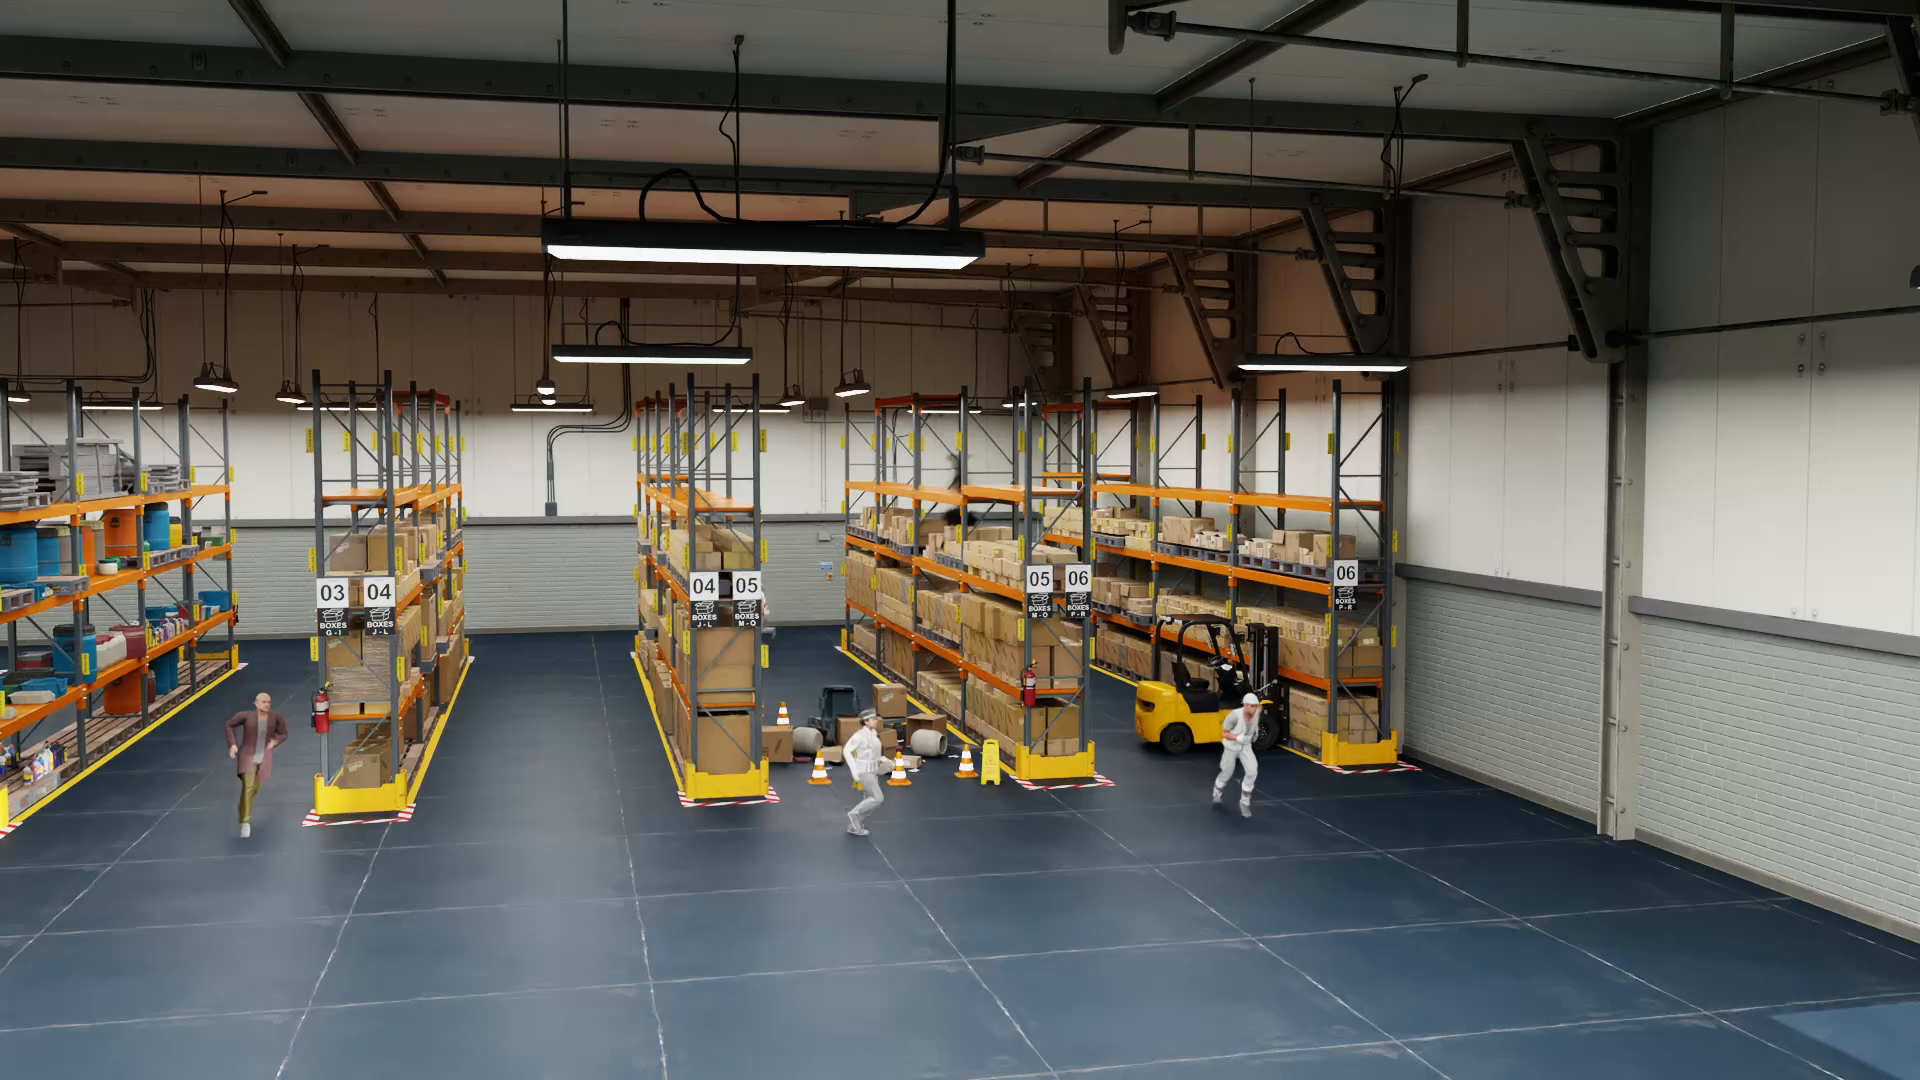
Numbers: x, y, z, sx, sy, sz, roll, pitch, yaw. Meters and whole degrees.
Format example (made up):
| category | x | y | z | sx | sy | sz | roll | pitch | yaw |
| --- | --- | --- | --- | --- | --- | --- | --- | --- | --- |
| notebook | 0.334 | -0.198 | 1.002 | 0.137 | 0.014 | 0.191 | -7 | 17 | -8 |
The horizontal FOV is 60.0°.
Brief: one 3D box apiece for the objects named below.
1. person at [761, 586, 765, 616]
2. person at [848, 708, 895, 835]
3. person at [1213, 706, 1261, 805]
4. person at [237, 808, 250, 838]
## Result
| category | x | y | z | sx | sy | sz | roll | pitch | yaw |
| --- | --- | --- | --- | --- | --- | --- | --- | --- | --- |
| person | -4.944 | 1.483 | 40.757 | 0.431 | 0.864 | 0.636 | -1 | 3 | -16 |
| person | -1.161 | 2.952 | 21.129 | 0.626 | 1.640 | 0.491 | 1 | 4 | 22 |
| person | 3.755 | 2.887 | 22.562 | 0.672 | 1.350 | 0.984 | -1 | 4 | -24 |
| person | -9.299 | 3.630 | 21.574 | 0.286 | 0.293 | 0.996 | -3 | 4 | -38 |
